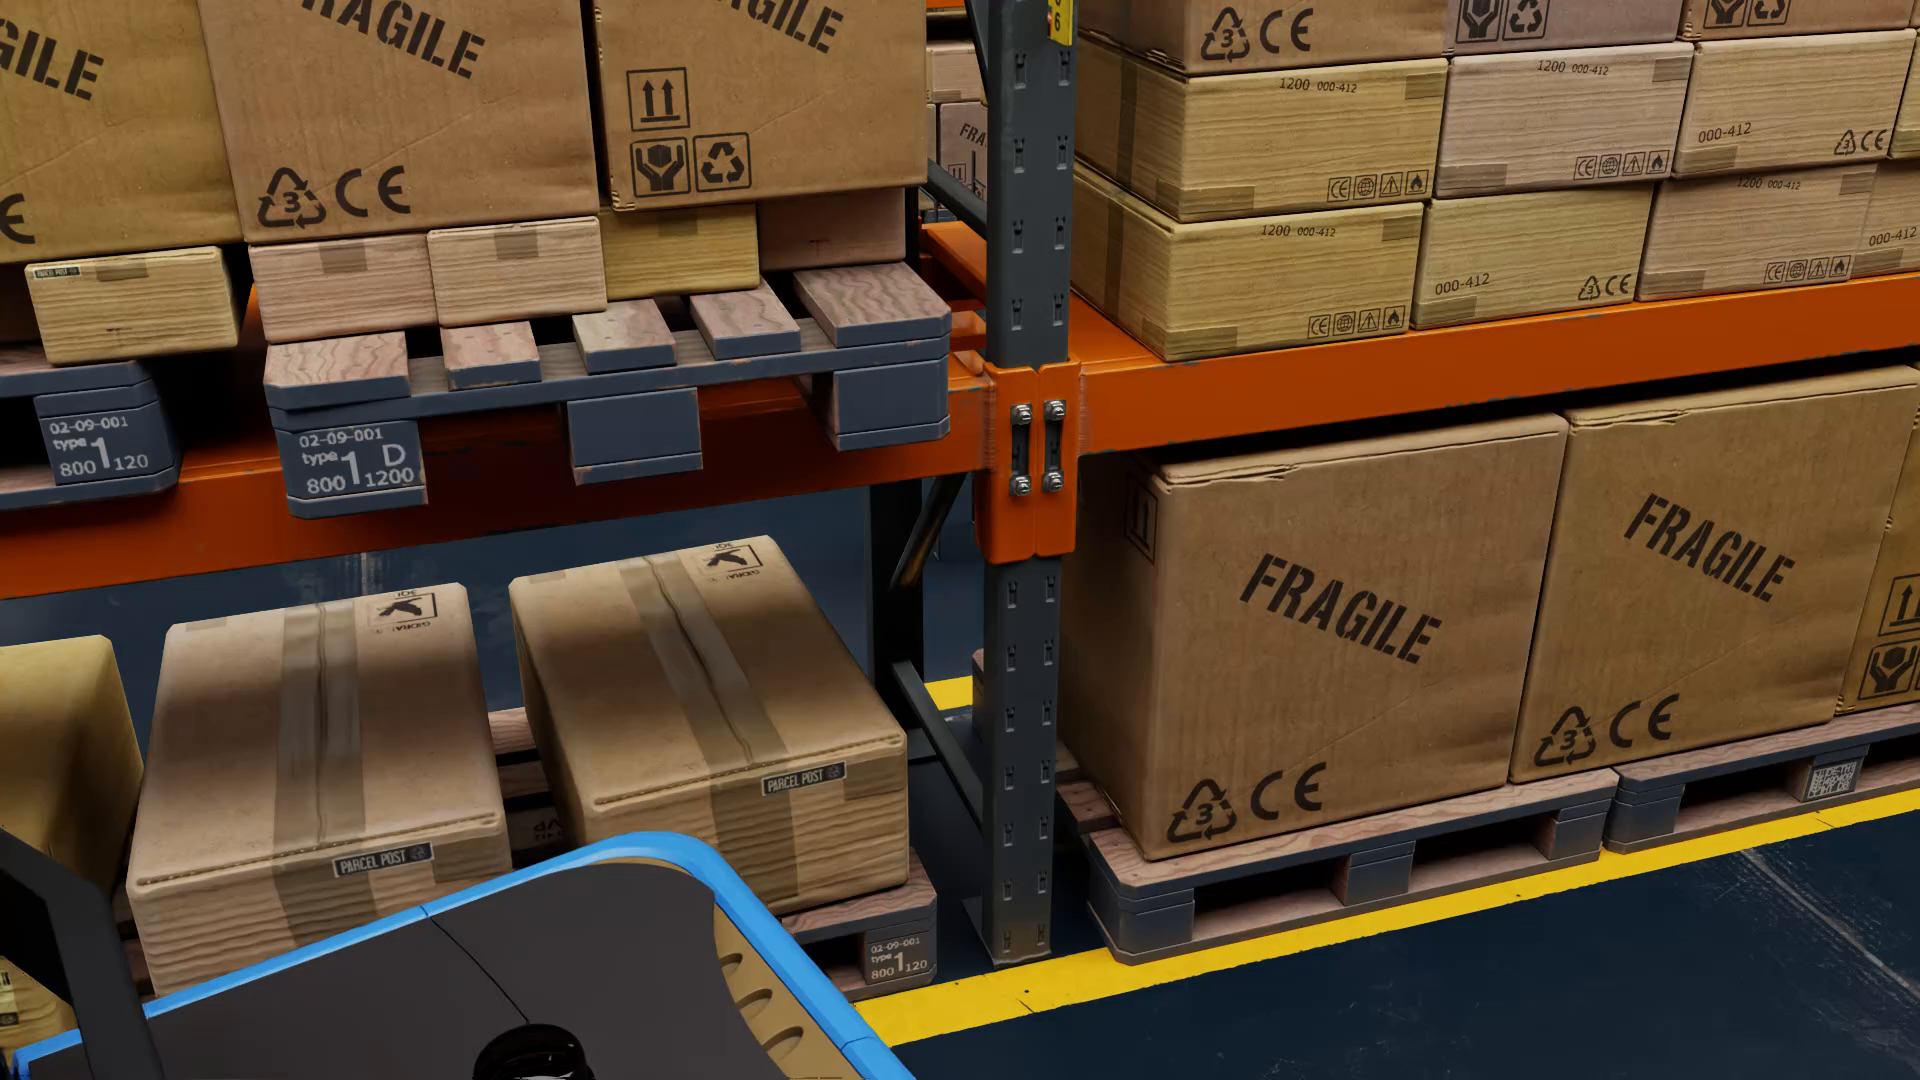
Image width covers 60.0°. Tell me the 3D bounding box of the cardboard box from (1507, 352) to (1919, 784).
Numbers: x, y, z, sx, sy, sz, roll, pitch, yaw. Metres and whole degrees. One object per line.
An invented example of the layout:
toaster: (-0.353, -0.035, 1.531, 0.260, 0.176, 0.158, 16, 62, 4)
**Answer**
cardboard box: (1.509, -0.088, 3.970, 0.875, 0.875, 0.875, -8, 27, -15)

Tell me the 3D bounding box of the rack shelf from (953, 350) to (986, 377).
rack shelf: (-0.014, -0.496, 4.999, 0.180, 0.103, 0.258, -8, 28, -16)

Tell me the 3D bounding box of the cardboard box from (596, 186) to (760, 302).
cardboard box: (-0.494, -0.534, 2.762, 0.250, 0.149, 0.380, -8, 27, -15)

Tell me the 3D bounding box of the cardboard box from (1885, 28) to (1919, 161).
cardboard box: (1.991, -0.991, 3.479, 0.500, 0.250, 0.500, -8, 27, -15)

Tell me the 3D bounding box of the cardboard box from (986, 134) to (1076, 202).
cardboard box: (0.377, -0.782, 3.621, 0.500, 0.250, 0.500, -9, 28, -18)

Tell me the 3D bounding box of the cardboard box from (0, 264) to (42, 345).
cardboard box: (-1.497, -0.424, 2.540, 0.250, 0.149, 0.380, -8, 28, -16)

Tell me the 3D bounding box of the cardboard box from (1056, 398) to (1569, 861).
cardboard box: (0.659, 0.033, 3.726, 0.875, 0.875, 0.875, -8, 28, -17)

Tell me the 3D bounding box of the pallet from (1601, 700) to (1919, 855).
pallet: (1.908, 0.336, 4.336, 1.213, 0.211, 1.003, -8, 28, -16)

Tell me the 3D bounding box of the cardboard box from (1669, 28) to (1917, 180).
cardboard box: (1.505, -0.926, 3.349, 0.500, 0.250, 0.500, -8, 28, -16)

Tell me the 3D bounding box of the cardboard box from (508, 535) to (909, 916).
cardboard box: (-0.563, 0.392, 3.569, 0.625, 0.372, 0.950, -10, 28, -20)

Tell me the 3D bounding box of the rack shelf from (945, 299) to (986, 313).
rack shelf: (-0.014, -0.711, 4.892, 0.180, 0.103, 0.258, -8, 28, -16)

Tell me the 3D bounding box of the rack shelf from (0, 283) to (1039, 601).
rack shelf: (-1.925, -0.073, 2.832, 4.000, 0.370, 1.077, -8, 28, -16)

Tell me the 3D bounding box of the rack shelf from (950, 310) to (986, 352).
rack shelf: (-0.014, -0.603, 4.946, 0.180, 0.103, 0.258, -8, 28, -16)

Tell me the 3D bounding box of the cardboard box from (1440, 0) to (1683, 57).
cardboard box: (0.990, -1.200, 3.056, 0.500, 0.500, 0.500, -8, 28, -16)

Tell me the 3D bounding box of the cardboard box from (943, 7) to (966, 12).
cardboard box: (0.109, -4.551, 12.961, 0.875, 0.875, 1.225, -8, 28, -16)

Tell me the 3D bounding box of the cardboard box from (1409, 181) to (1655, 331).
cardboard box: (1.003, -0.642, 3.339, 0.500, 0.250, 0.500, -9, 28, -18)

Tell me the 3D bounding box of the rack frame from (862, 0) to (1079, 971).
rack frame: (-0.023, -0.670, 3.227, 0.127, 3.000, 1.000, -8, 28, -16)

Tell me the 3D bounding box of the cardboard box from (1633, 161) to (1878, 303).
cardboard box: (1.504, -0.712, 3.479, 0.500, 0.250, 0.500, -7, 27, -14)

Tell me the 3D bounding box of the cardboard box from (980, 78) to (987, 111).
cardboard box: (0.359, -1.001, 3.500, 0.500, 0.250, 0.500, -8, 28, -16)

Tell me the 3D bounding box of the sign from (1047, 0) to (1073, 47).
sign: (0.154, -0.925, 2.527, 0.005, 0.325, 0.100, -8, 28, -16)

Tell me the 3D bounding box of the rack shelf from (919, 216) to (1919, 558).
rack shelf: (1.879, -0.623, 3.941, 4.000, 0.370, 1.077, -8, 28, -16)

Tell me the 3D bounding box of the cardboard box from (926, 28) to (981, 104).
cardboard box: (0.035, -2.279, 7.962, 0.500, 0.250, 0.500, -8, 28, -16)

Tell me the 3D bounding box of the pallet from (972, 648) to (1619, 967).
pallet: (0.750, 0.502, 4.001, 1.213, 0.211, 1.003, -8, 28, -16)

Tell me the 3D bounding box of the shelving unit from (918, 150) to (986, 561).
shelving unit: (-0.014, -0.535, 4.979, 0.189, 1.200, 0.258, -8, 28, -16)

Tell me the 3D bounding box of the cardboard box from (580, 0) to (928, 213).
cardboard box: (-0.369, -0.856, 2.682, 0.500, 0.500, 0.500, -9, 28, -18)

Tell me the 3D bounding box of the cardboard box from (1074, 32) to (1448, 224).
cardboard box: (0.535, -0.792, 3.079, 0.500, 0.250, 0.500, -8, 28, -16)

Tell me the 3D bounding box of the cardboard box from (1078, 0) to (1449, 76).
cardboard box: (0.522, -1.127, 2.911, 0.500, 0.500, 0.500, -9, 28, -18)

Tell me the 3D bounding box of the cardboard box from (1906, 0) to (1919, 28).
cardboard box: (1.968, -1.332, 3.324, 0.500, 0.500, 0.500, -8, 27, -15)

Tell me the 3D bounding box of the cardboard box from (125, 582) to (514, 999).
cardboard box: (-1.263, 0.497, 3.358, 0.625, 0.372, 0.950, -9, 28, -17)

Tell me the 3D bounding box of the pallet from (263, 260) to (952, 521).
pallet: (-0.668, -0.441, 2.981, 1.003, 0.211, 1.213, -8, 28, -16)

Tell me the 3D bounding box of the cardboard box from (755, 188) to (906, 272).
cardboard box: (-0.262, -0.601, 2.898, 0.250, 0.149, 0.380, -7, 27, -14)

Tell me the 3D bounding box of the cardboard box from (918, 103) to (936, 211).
cardboard box: (-0.423, -1.878, 7.998, 0.500, 0.500, 0.500, -8, 27, -15)

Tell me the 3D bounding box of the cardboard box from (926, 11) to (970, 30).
cardboard box: (-0.118, -2.496, 8.400, 0.500, 0.250, 0.500, -8, 27, -15)

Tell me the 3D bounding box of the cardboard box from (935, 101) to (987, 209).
cardboard box: (0.063, -1.951, 8.144, 0.500, 0.500, 0.500, -9, 28, -17)

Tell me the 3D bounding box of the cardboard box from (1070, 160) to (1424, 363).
cardboard box: (0.520, -0.564, 3.181, 0.500, 0.250, 0.500, -9, 28, -17)

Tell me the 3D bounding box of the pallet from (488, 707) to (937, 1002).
pallet: (-0.767, 0.686, 3.631, 1.213, 0.211, 1.003, -8, 28, -16)

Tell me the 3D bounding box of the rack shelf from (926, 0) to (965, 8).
rack shelf: (0.250, -2.702, 8.129, 4.000, 0.370, 1.077, -8, 28, -16)

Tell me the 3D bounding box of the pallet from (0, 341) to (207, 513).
pallet: (-1.893, -0.294, 2.685, 1.213, 0.211, 1.003, -8, 28, -16)

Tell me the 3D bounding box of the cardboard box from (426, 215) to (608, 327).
cardboard box: (-0.720, -0.480, 2.654, 0.250, 0.149, 0.380, -8, 28, -17)

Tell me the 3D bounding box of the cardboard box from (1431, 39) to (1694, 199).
cardboard box: (1.027, -0.863, 3.221, 0.500, 0.250, 0.500, -8, 27, -15)

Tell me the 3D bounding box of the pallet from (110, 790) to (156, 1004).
pallet: (-1.925, 0.852, 3.296, 1.213, 0.211, 1.003, -8, 28, -16)

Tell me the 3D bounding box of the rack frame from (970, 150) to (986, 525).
rack frame: (0.073, -0.548, 5.005, 0.006, 1.200, 0.240, -8, 28, -16)

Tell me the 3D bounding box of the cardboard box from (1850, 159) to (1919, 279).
cardboard box: (1.972, -0.781, 3.619, 0.500, 0.250, 0.500, -8, 28, -16)

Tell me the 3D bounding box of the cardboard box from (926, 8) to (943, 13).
cardboard box: (-0.740, -4.427, 12.712, 0.875, 0.875, 1.225, -9, 28, -18)

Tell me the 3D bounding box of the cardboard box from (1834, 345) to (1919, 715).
cardboard box: (2.359, -0.211, 4.218, 0.875, 0.875, 0.875, -7, 27, -15)

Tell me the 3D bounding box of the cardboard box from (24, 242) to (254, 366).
cardboard box: (-1.219, -0.405, 2.502, 0.250, 0.149, 0.380, -8, 27, -15)

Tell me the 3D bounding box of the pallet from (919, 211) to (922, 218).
pallet: (-0.909, -1.607, 8.250, 1.213, 0.211, 1.003, -8, 28, -16)

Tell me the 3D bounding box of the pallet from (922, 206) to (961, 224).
pallet: (0.249, -1.774, 8.585, 1.213, 0.211, 1.003, -8, 28, -16)

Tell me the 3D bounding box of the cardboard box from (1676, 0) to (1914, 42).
cardboard box: (1.487, -1.264, 3.187, 0.500, 0.500, 0.500, -7, 27, -15)

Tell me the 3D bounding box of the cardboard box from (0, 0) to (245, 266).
cardboard box: (-1.337, -0.710, 2.388, 0.500, 0.500, 0.500, -10, 28, -20)

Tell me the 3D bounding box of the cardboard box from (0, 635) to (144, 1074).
cardboard box: (-1.985, 0.599, 3.152, 0.625, 0.372, 0.950, -7, 27, -14)

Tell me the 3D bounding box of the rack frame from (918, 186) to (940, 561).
rack frame: (-0.101, -0.523, 4.954, 0.006, 1.200, 0.240, -8, 28, -16)

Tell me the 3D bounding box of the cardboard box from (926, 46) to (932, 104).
cardboard box: (-0.439, -2.216, 7.836, 0.500, 0.250, 0.500, -9, 28, -17)

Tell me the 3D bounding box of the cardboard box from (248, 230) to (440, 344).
cardboard box: (-0.962, -0.449, 2.591, 0.250, 0.149, 0.380, -10, 28, -19)

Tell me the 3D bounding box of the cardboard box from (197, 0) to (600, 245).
cardboard box: (-0.857, -0.780, 2.529, 0.500, 0.500, 0.500, -9, 28, -17)
